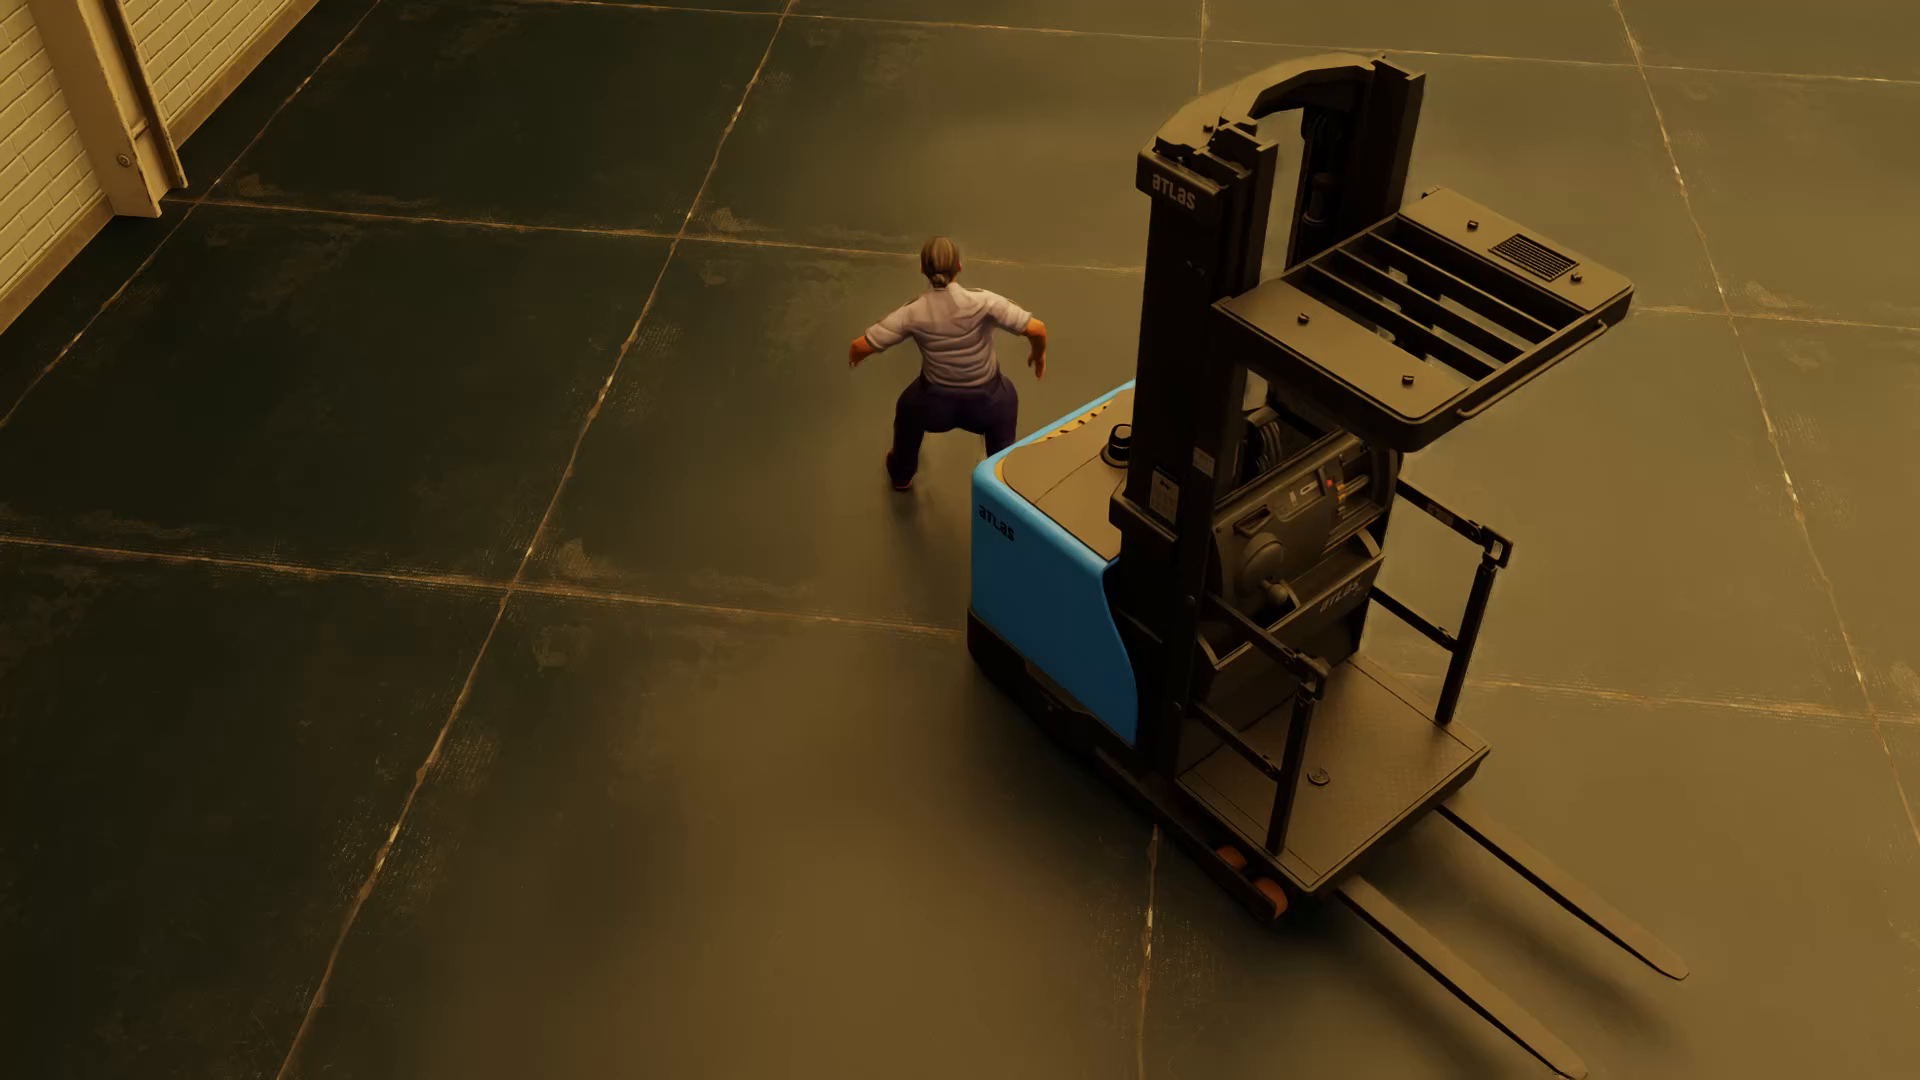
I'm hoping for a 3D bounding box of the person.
[{"bbox_3d":[-0.059,-0.763,7.607,0.906,1.541,0.631,3,43,3],"label":"person"}]

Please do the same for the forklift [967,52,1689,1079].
[{"bbox_3d":[1.362,-0.025,5.752,1.130,2.935,3.031,-30,50,-28],"label":"forklift"}]
